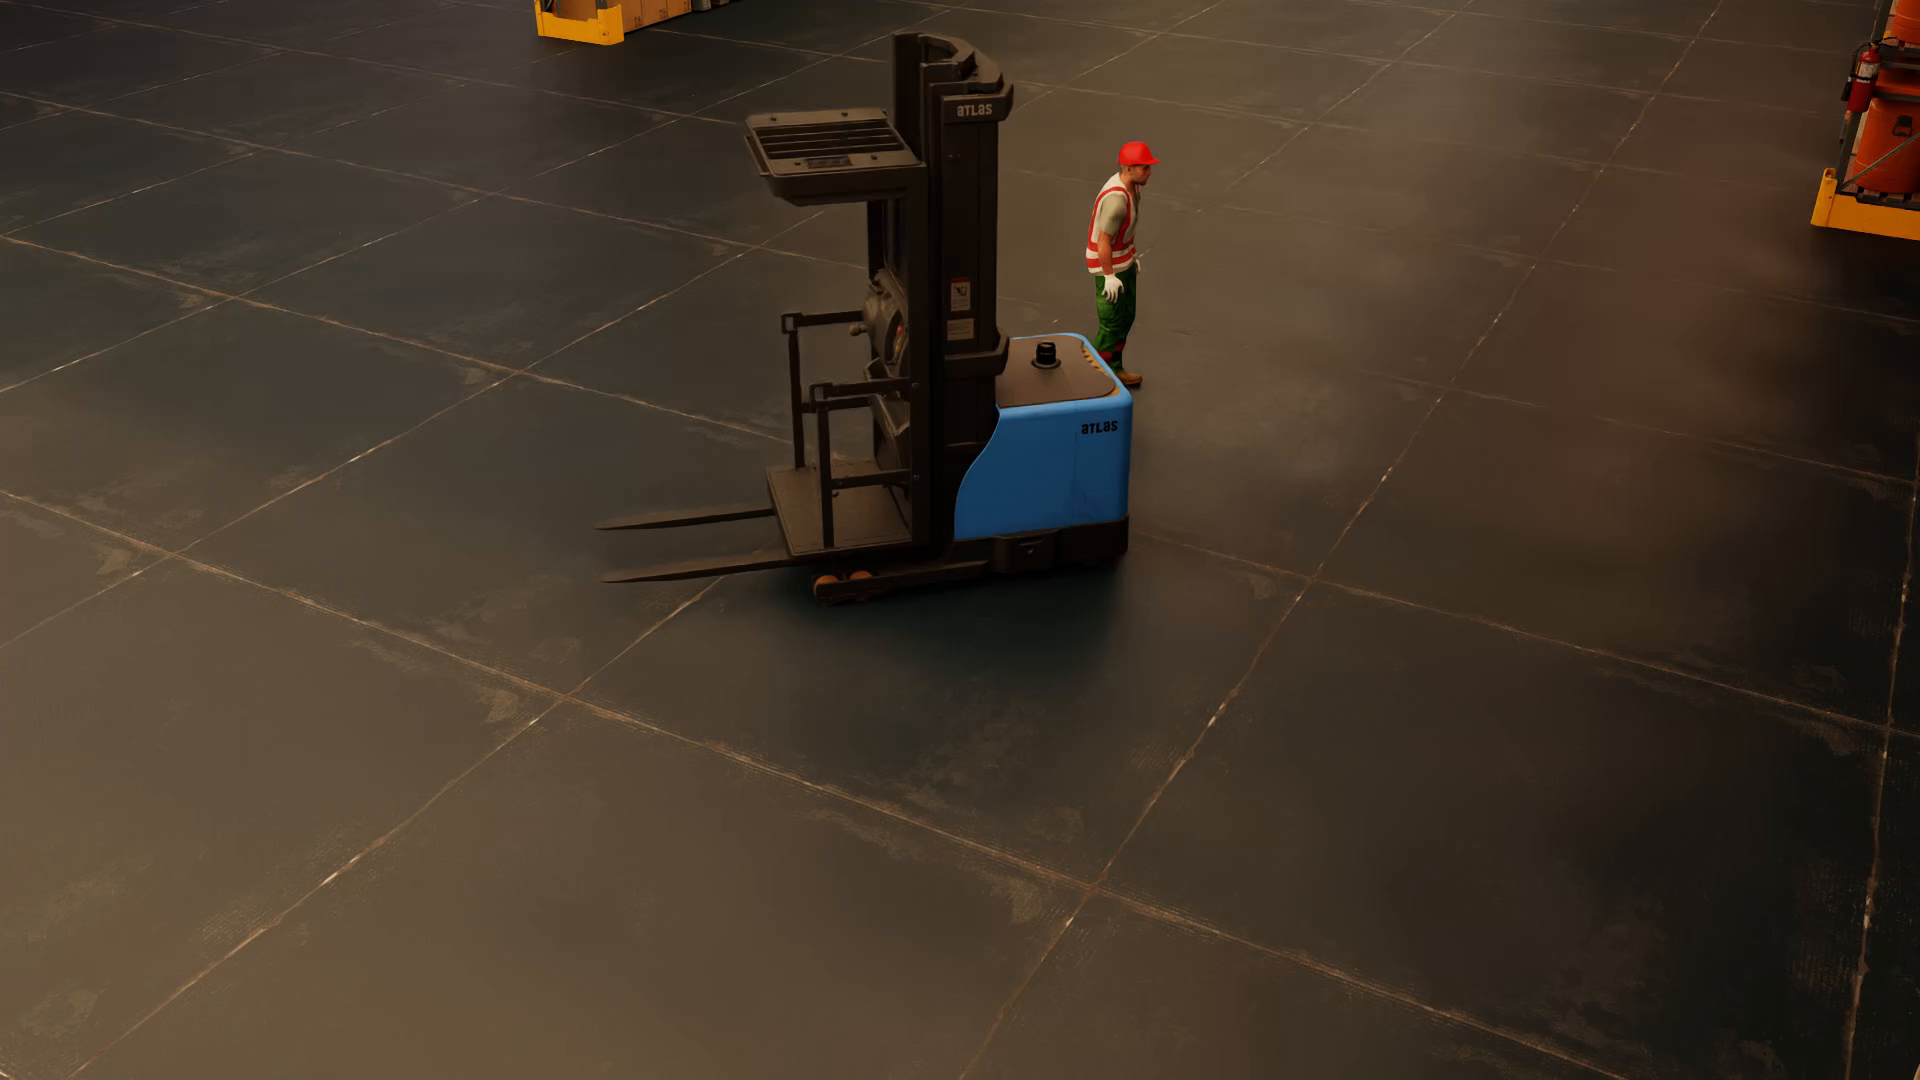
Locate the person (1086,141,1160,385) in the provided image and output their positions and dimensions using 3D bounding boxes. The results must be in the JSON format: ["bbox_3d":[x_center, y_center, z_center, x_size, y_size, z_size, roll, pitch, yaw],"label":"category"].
[{"bbox_3d":[1.104,-1.867,11.462,0.451,1.779,0.618,11,32,19],"label":"person"}]

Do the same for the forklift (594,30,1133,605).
[{"bbox_3d":[-0.592,-1.193,9.138,3.031,2.935,1.130,-7,31,-12],"label":"forklift"}]
